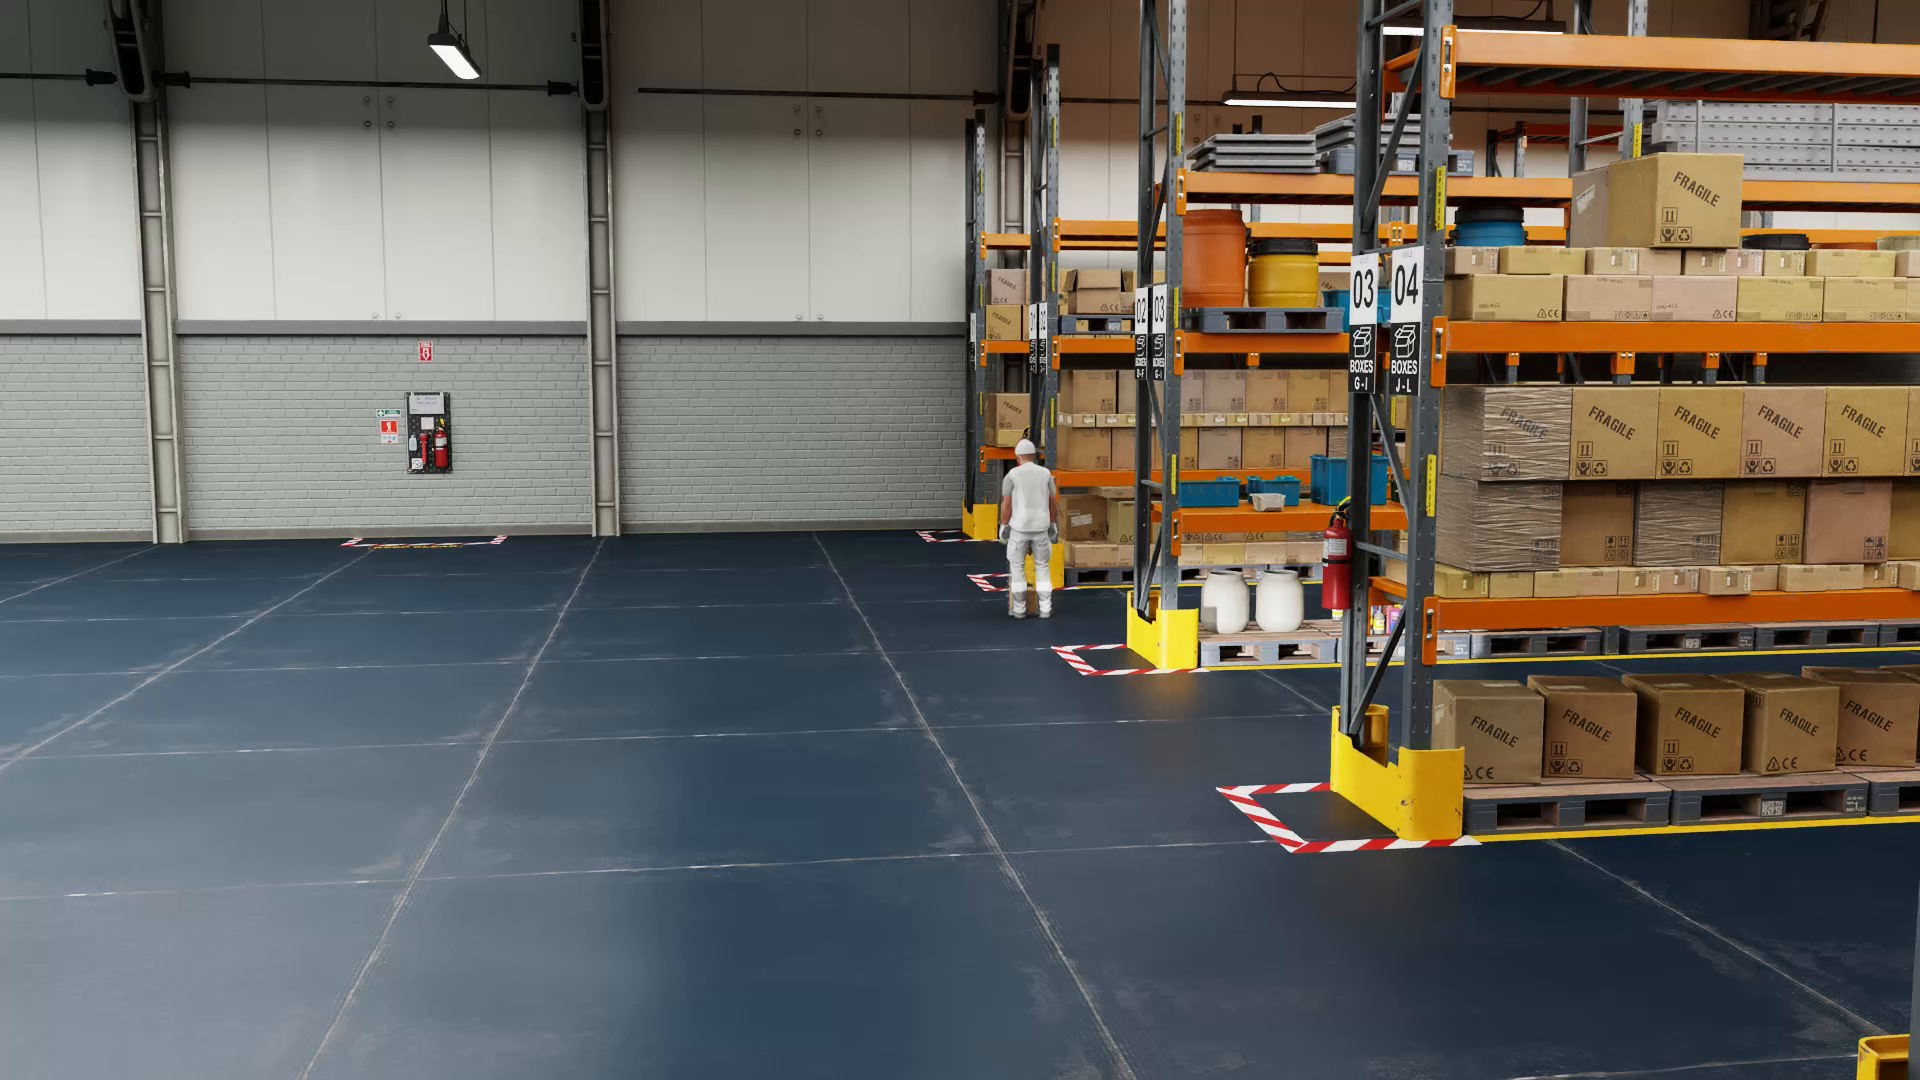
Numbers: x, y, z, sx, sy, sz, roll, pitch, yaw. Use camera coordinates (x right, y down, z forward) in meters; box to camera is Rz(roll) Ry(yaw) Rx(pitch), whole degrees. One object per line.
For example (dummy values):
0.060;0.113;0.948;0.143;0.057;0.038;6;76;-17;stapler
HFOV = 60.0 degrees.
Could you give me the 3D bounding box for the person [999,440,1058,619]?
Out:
0.685;-0.112;16.649;0.607;1.777;0.454;-1;7;-11;person
